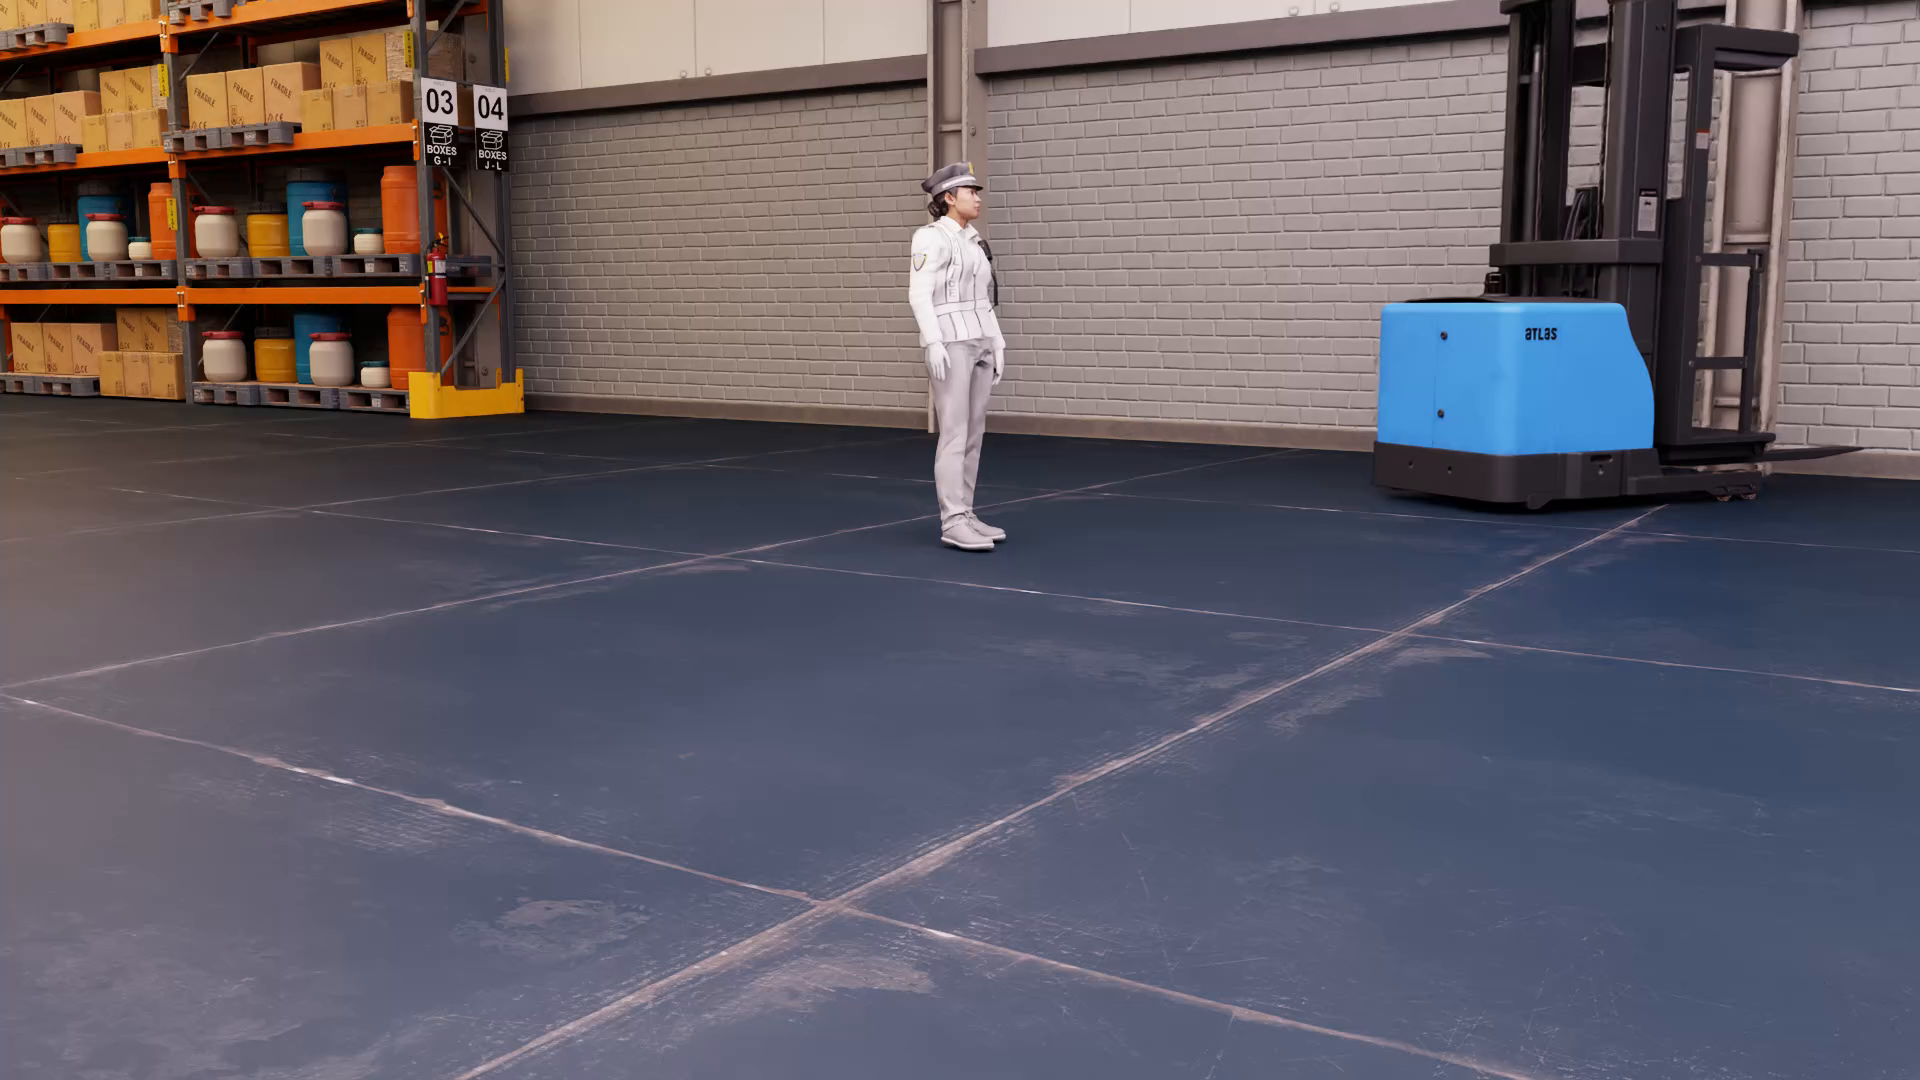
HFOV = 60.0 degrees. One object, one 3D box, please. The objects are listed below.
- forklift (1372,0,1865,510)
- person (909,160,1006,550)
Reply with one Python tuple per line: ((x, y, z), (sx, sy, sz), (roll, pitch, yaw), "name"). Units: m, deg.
((3.854, -1.722, 9.305), (3.031, 2.935, 1.130), (-4, 9, -26), "forklift")
((0.053, -0.840, 7.440), (0.531, 1.695, 0.588), (5, 10, 34), "person")
